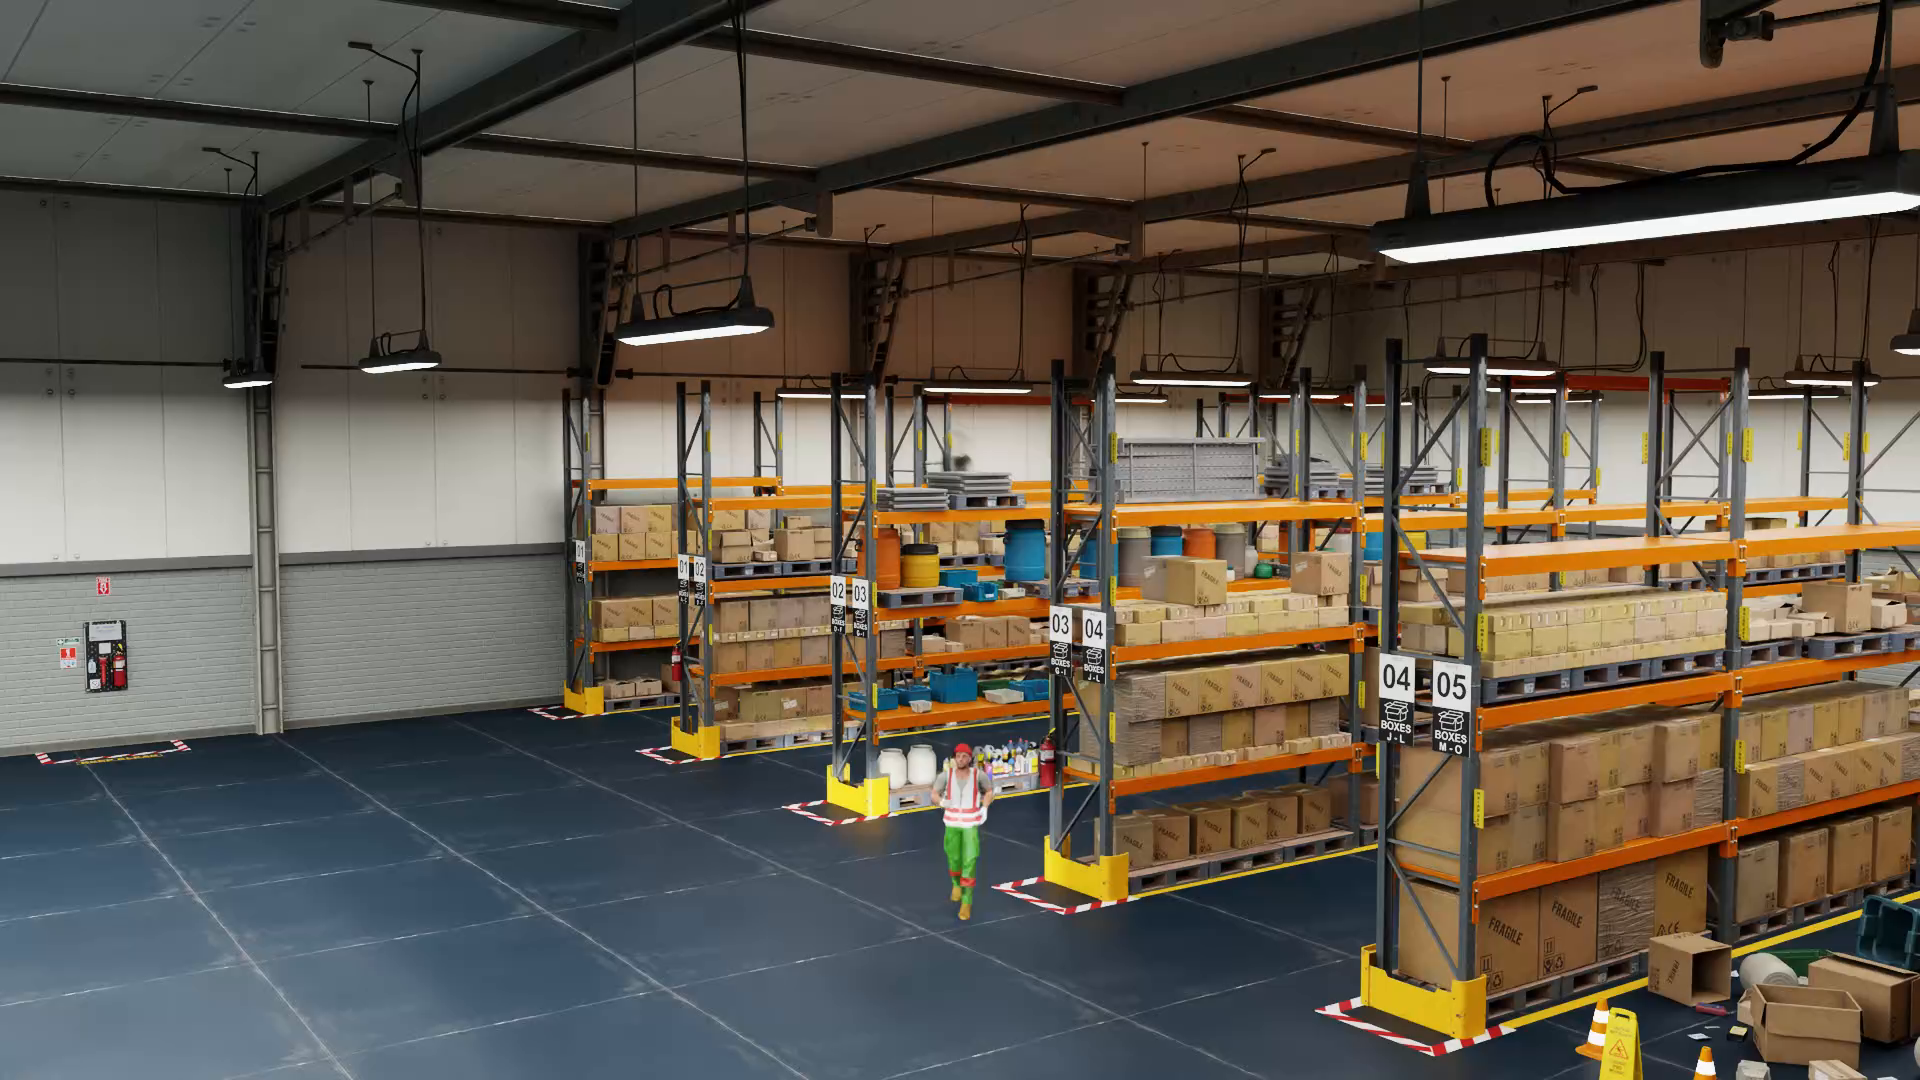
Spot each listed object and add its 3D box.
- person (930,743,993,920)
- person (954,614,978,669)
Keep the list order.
[{"bbox_3d":[-0.001,3.096,17.961,0.659,1.805,0.879,1,4,9],"label":"person"},{"bbox_3d":[0.067,2.140,32.728,0.969,1.794,0.698,-4,5,-45],"label":"person"}]
